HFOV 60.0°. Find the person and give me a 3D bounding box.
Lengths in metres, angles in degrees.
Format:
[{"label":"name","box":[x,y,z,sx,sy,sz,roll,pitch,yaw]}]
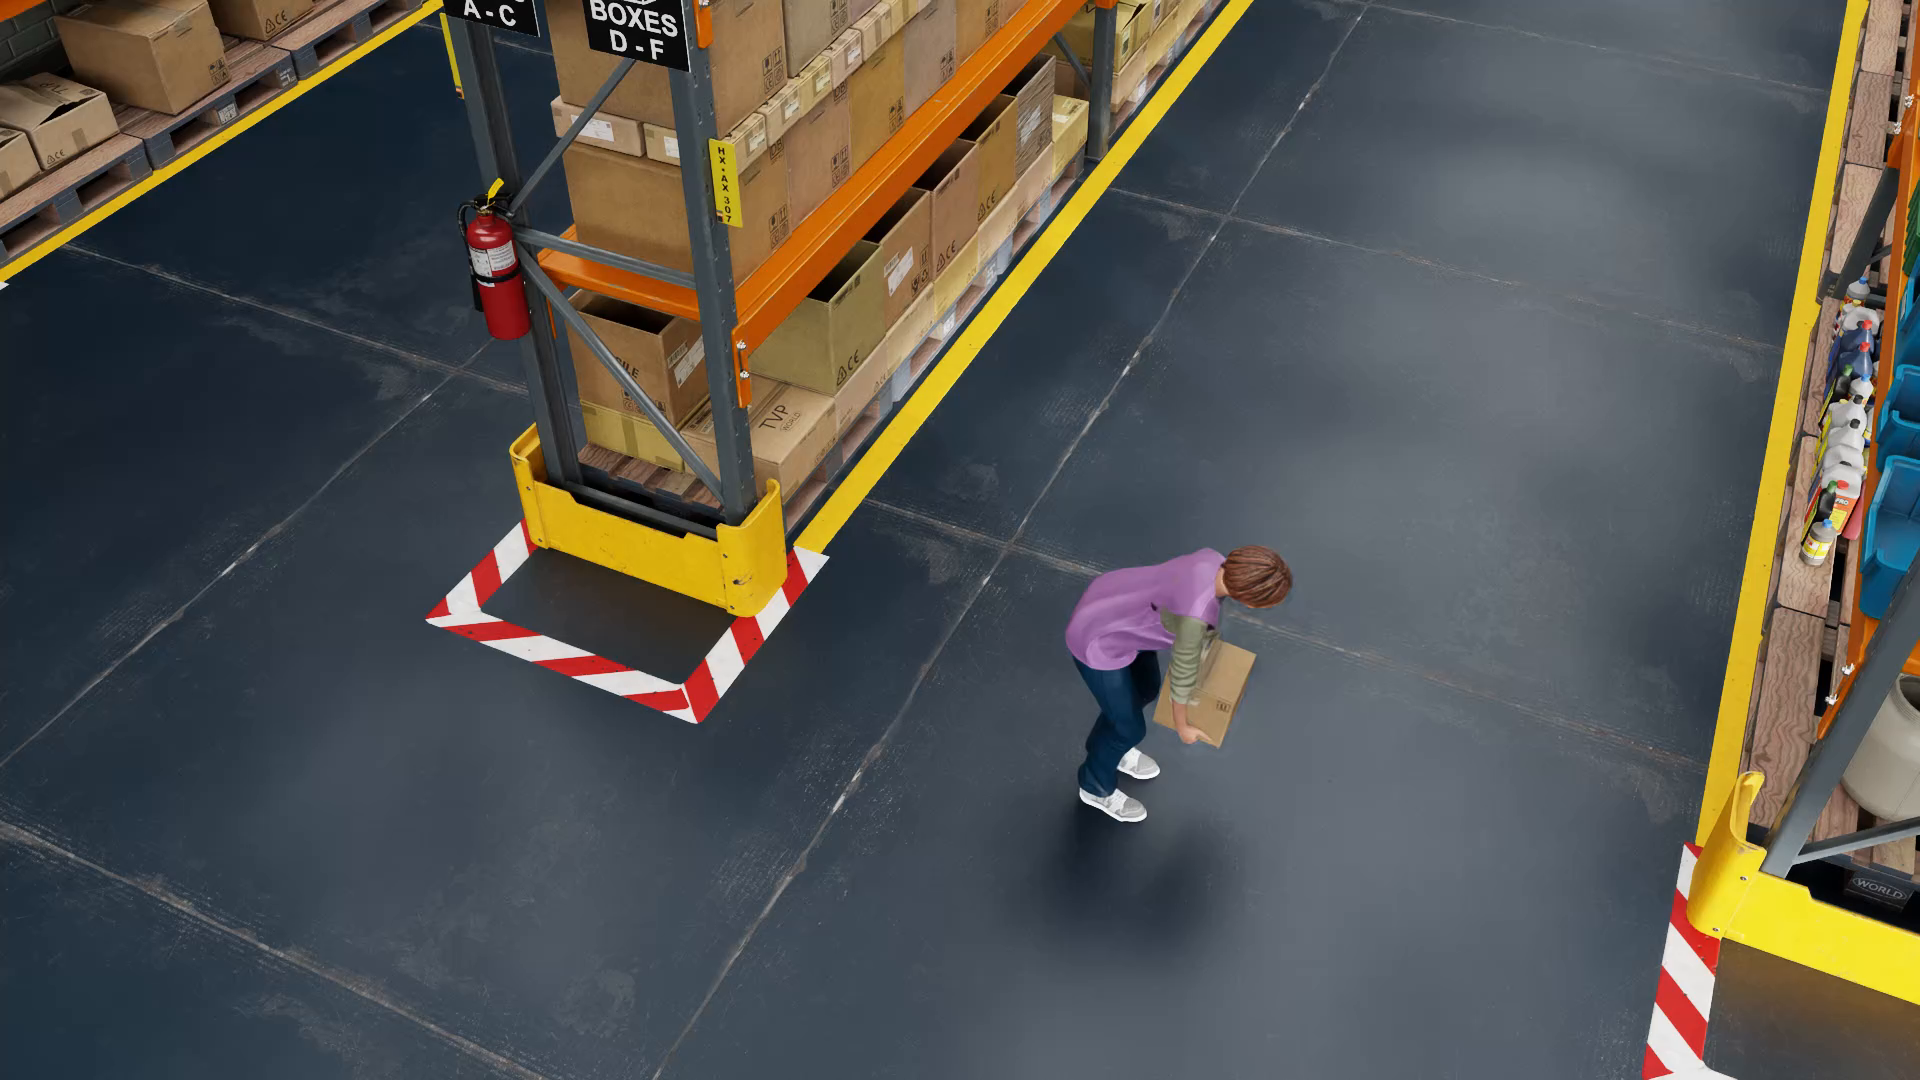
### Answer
[{"label":"person","box":[0.724,0.481,5.827,0.737,1.356,0.374,17,45,17]}]
